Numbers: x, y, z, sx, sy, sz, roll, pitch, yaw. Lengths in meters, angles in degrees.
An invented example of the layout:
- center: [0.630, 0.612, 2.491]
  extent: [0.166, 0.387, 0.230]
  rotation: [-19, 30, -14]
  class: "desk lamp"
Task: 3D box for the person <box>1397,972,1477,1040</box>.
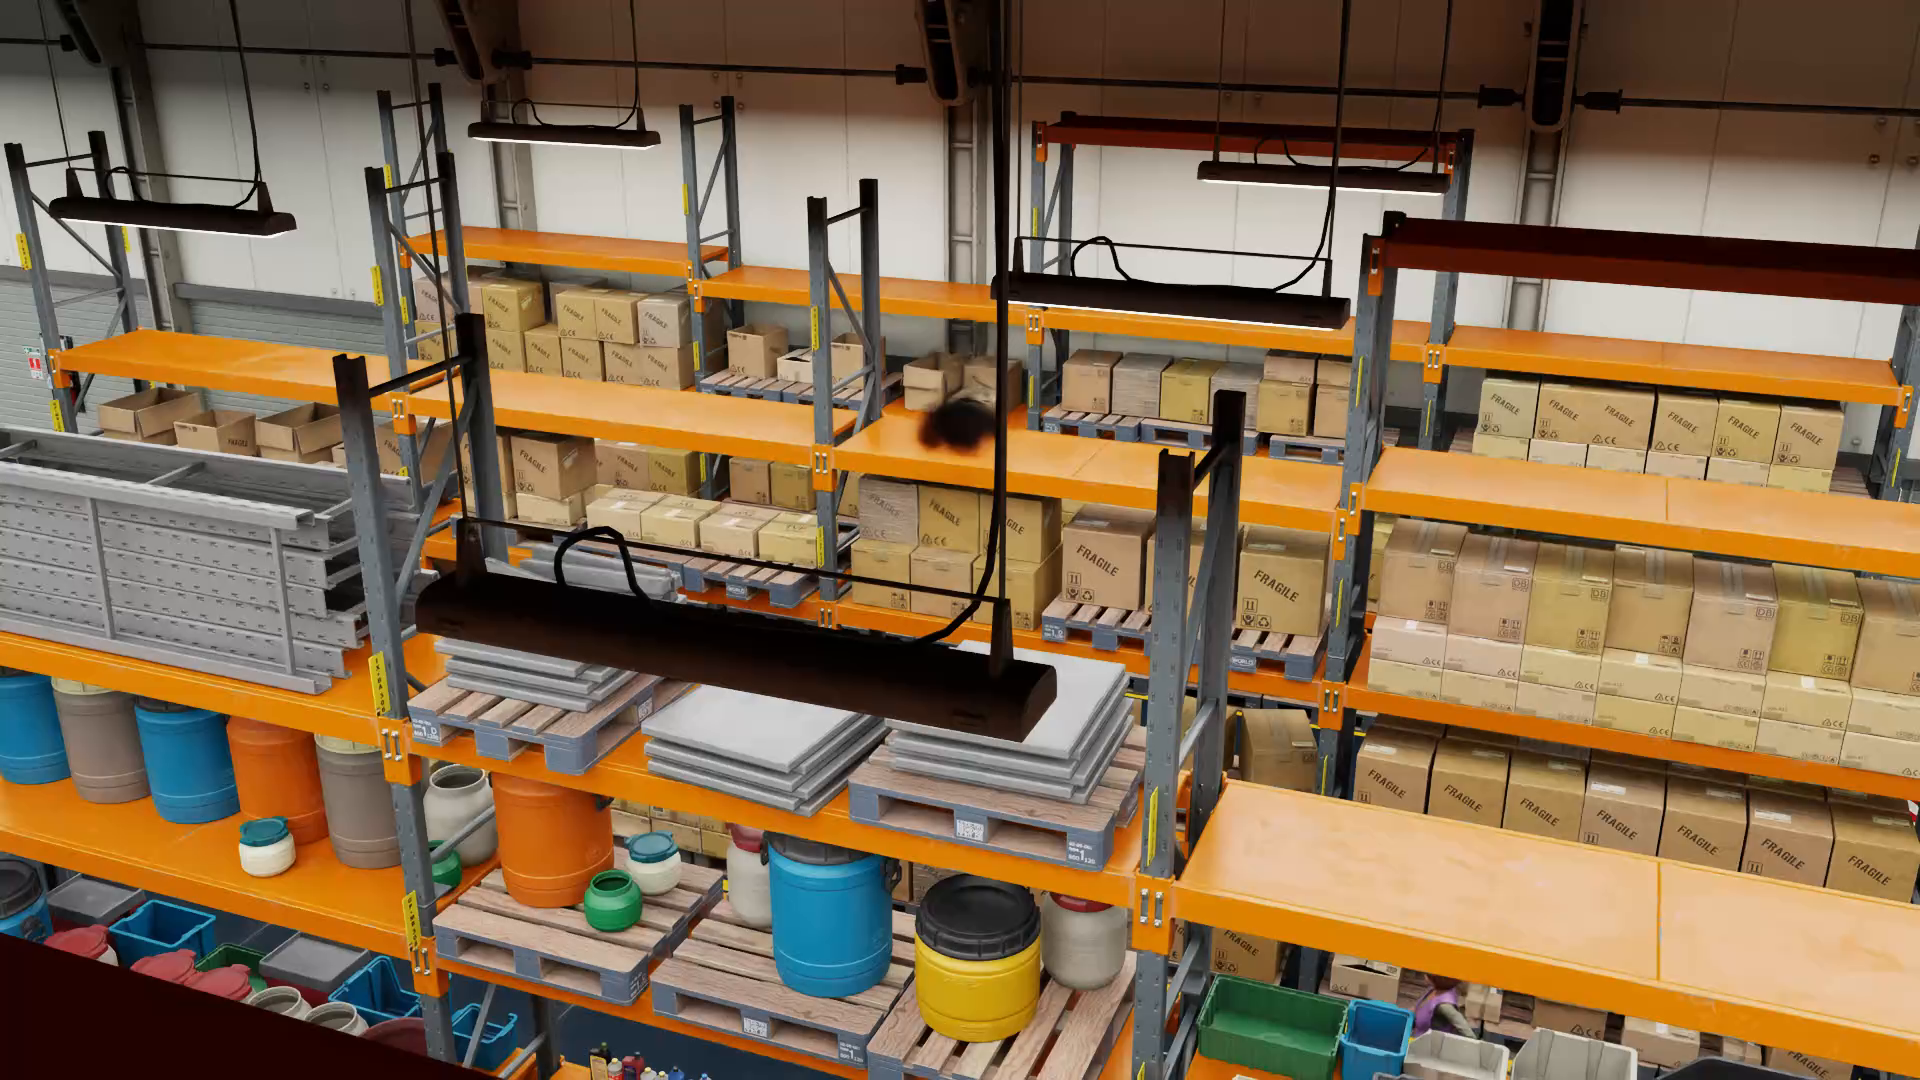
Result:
- center: [3.183, 3.470, 10.994]
  extent: [0.817, 1.617, 0.522]
  rotation: [7, 22, 19]
  class: "person"
